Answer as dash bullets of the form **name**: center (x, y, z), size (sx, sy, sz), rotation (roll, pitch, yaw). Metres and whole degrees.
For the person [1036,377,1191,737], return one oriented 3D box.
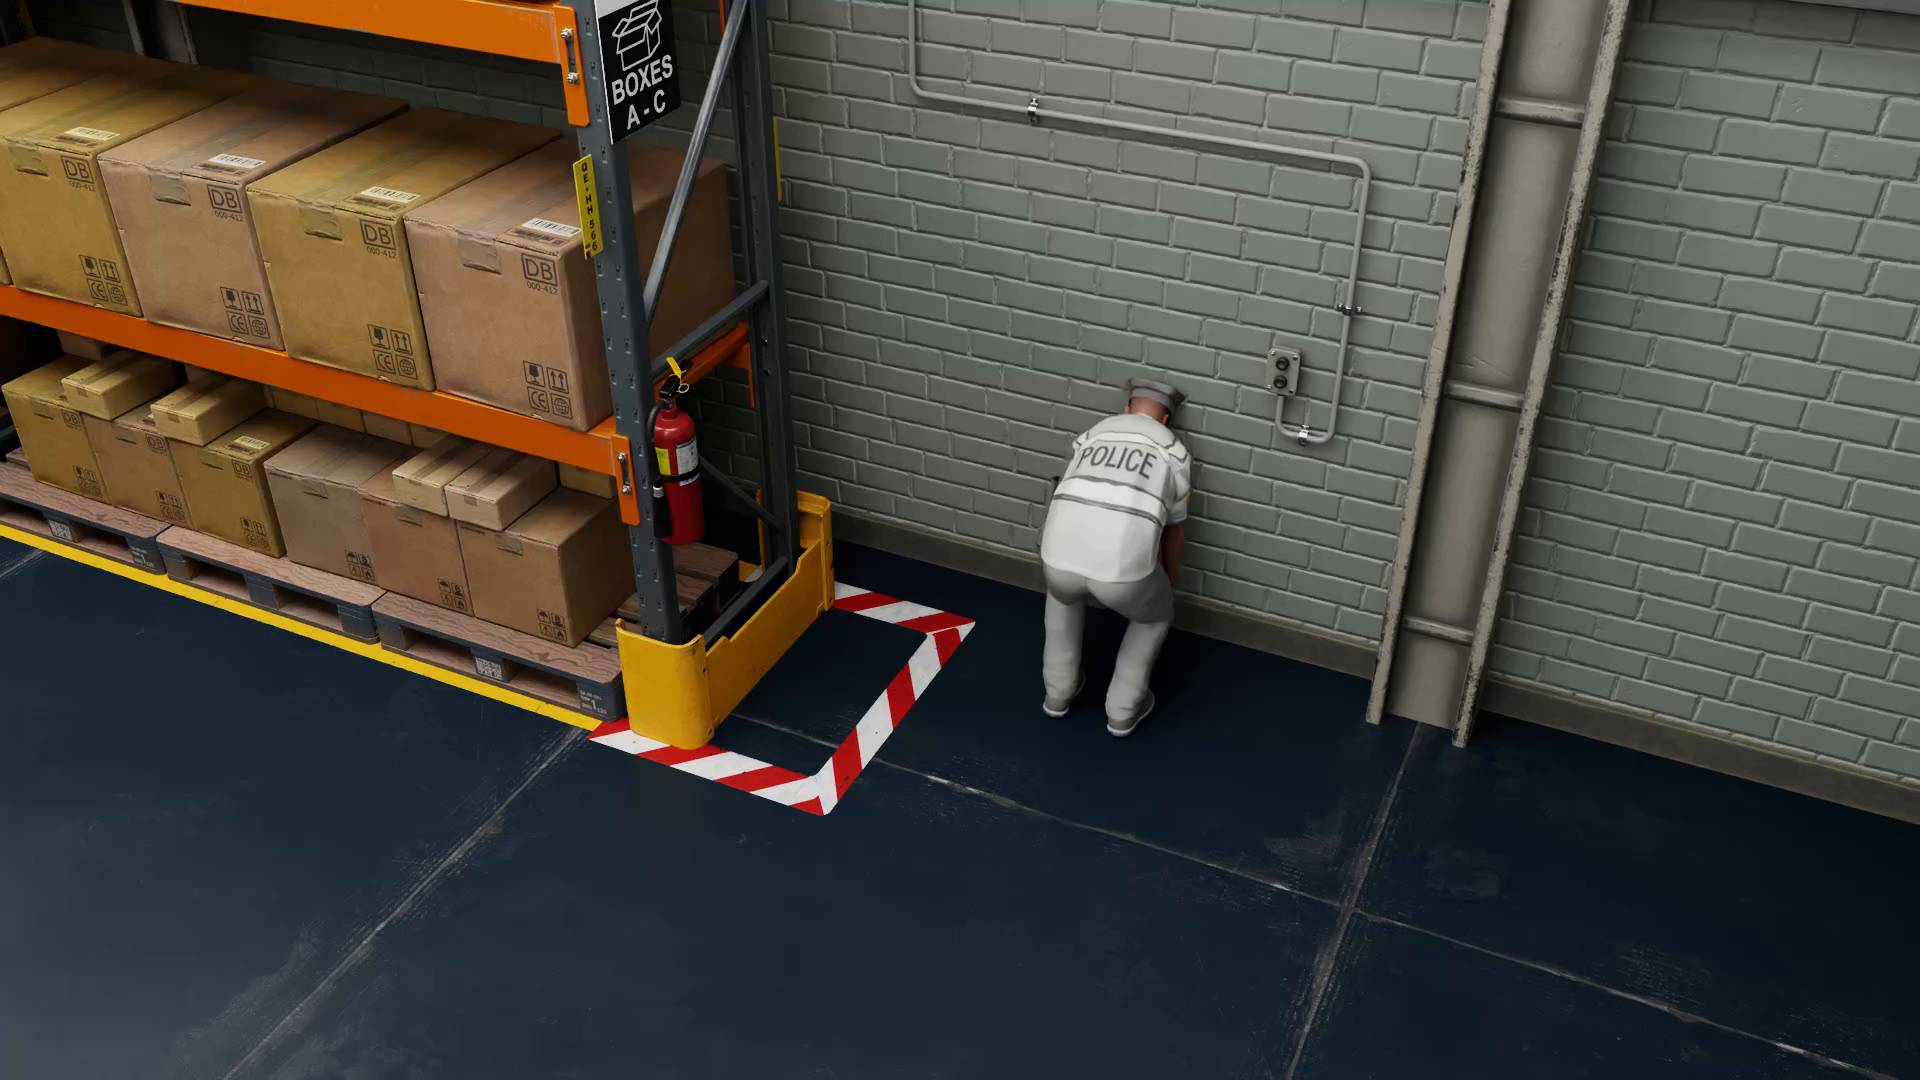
- **person**: center (0.633, 0.060, 6.536), size (0.518, 1.214, 1.022), rotation (13, 36, 18)
